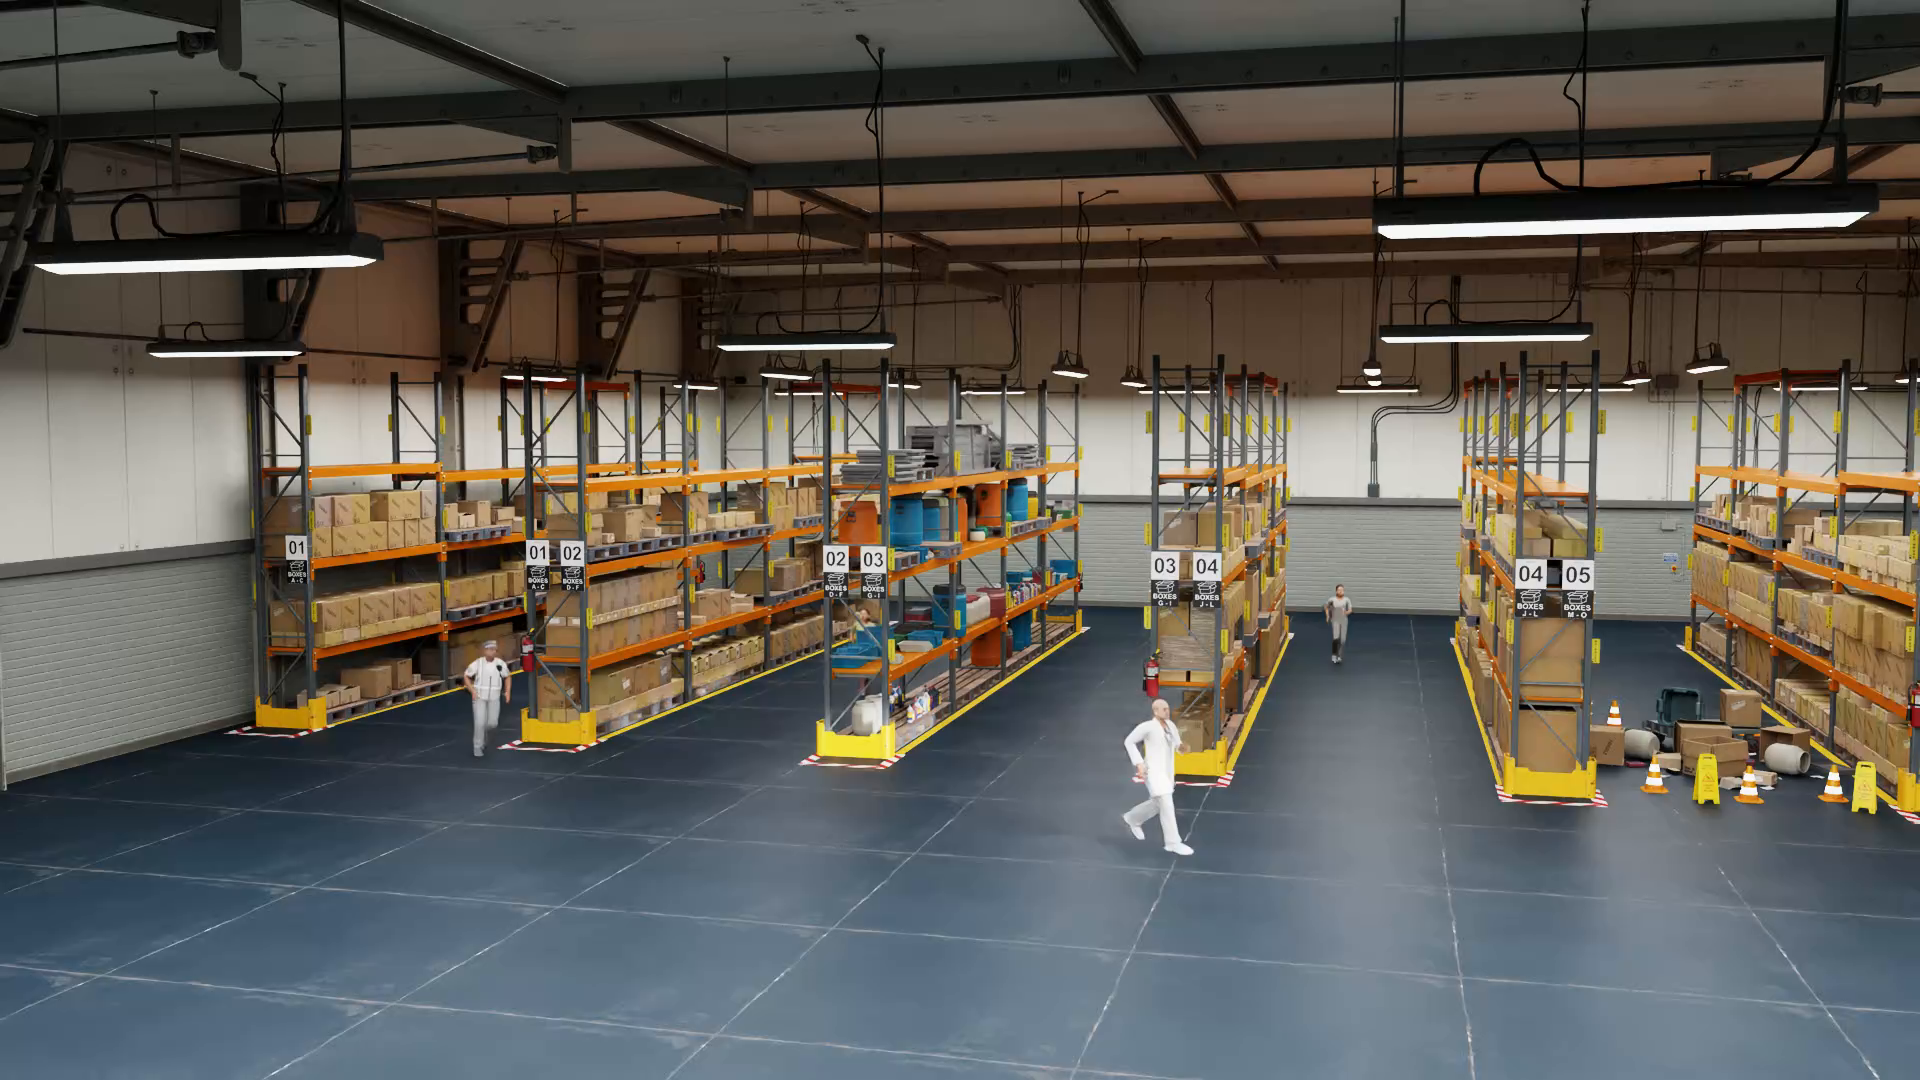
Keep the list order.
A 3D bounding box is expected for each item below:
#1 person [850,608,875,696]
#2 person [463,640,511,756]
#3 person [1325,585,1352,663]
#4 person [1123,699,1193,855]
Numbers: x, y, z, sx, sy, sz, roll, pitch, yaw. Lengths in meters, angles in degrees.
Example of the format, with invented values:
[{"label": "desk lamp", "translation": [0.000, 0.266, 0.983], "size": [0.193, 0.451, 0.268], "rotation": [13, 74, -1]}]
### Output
[{"label": "person", "translation": [-1.779, 2.066, 30.818], "size": [0.592, 1.624, 0.557], "rotation": [1, 4, 9]}, {"label": "person", "translation": [-7.207, 2.397, 25.400], "size": [0.728, 1.734, 0.548], "rotation": [-2, 4, -28]}, {"label": "person", "translation": [7.949, 1.758, 34.886], "size": [0.538, 1.647, 0.659], "rotation": [0, 4, 4]}, {"label": "person", "translation": [2.312, 2.739, 19.510], "size": [1.048, 1.762, 0.704], "rotation": [4, 5, 43]}]
